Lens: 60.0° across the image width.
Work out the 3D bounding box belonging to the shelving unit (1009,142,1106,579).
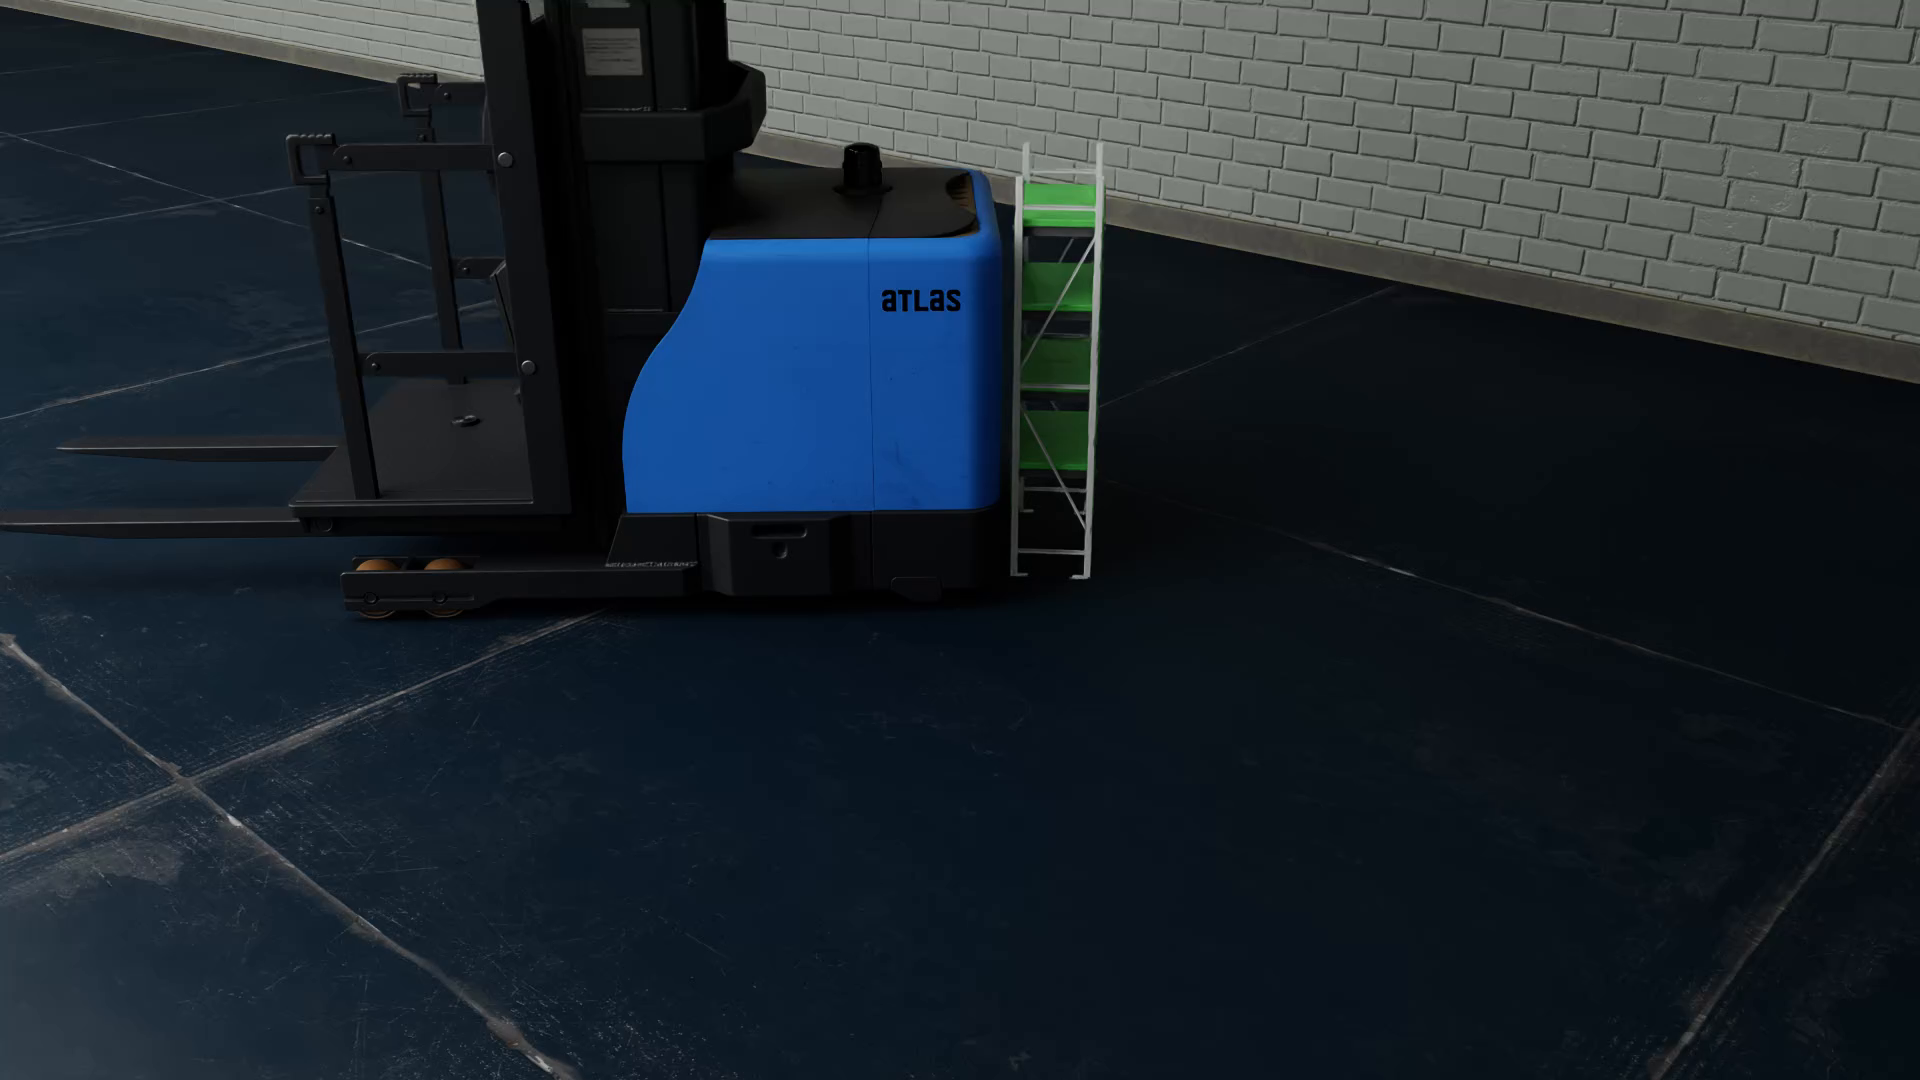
[{"bbox_3d":[0.290,-0.536,4.980,0.258,1.200,0.503,2,24,4],"label":"shelving unit"}]

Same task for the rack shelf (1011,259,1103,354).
[{"bbox_3d":[0.290,-0.697,4.908,0.258,0.148,0.480,2,24,4],"label":"rack shelf"}]

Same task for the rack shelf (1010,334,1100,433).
[{"bbox_3d":[0.290,-0.478,5.006,0.258,0.148,0.480,2,24,4],"label":"rack shelf"}]

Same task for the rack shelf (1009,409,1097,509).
[{"bbox_3d":[0.290,-0.259,5.104,0.258,0.148,0.480,2,24,4],"label":"rack shelf"}]

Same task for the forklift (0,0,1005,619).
[{"bbox_3d":[-1.397,-1.332,4.638,3.031,2.935,1.130,-1,24,-1],"label":"forklift"}]

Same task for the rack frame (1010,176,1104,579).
[{"bbox_3d":[0.272,-0.437,4.758,0.240,1.200,0.015,2,24,4],"label":"rack frame"}]

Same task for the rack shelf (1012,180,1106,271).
[{"bbox_3d":[0.290,-0.916,4.809,0.258,0.148,0.480,2,24,4],"label":"rack shelf"}]

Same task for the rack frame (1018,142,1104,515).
[{"bbox_3d":[0.308,-0.636,5.202,0.240,1.200,0.015,2,24,4],"label":"rack frame"}]
